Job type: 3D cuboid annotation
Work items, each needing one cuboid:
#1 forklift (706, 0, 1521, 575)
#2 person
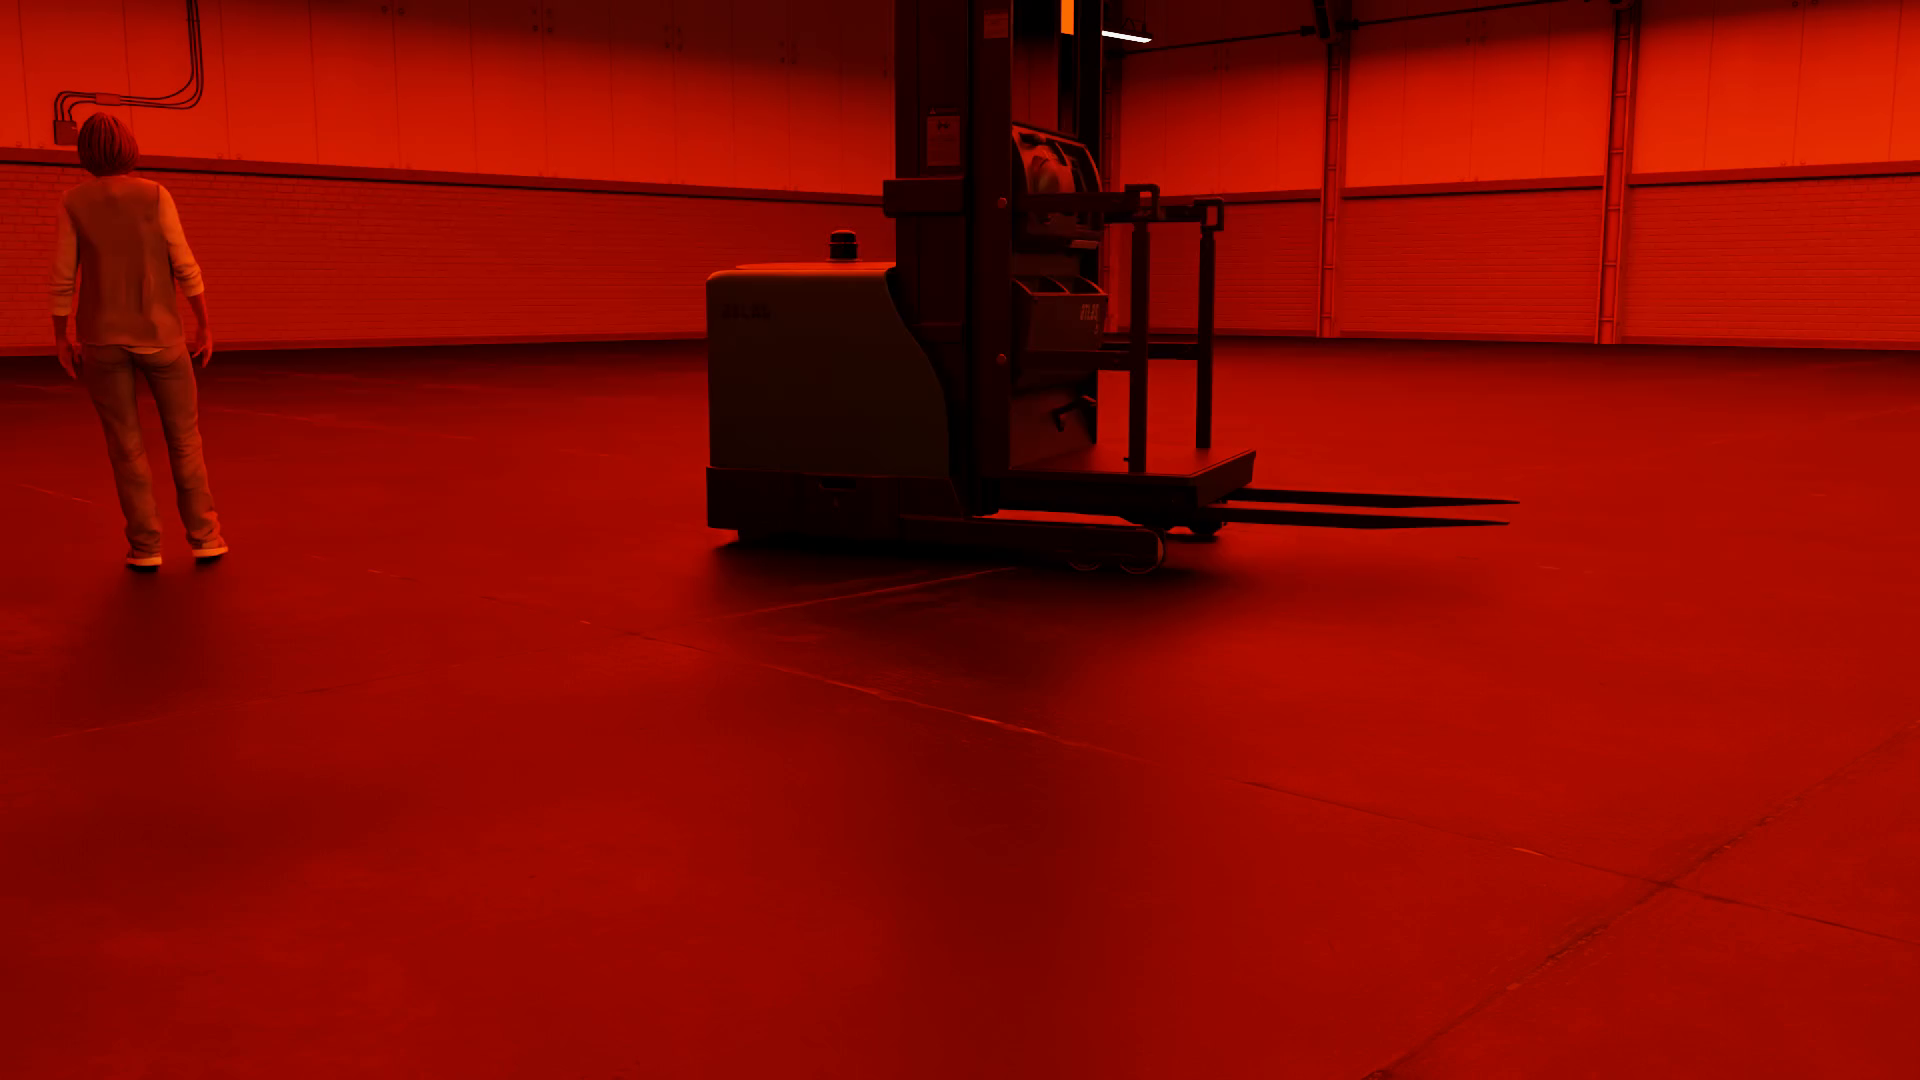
[{"bbox_3d":[0.565,-1.416,6.275,3.031,2.935,1.130,3,9,22],"label":"forklift"},{"bbox_3d":[-2.961,-0.699,5.971,0.514,1.597,0.474,-4,9,-23],"label":"person"}]
